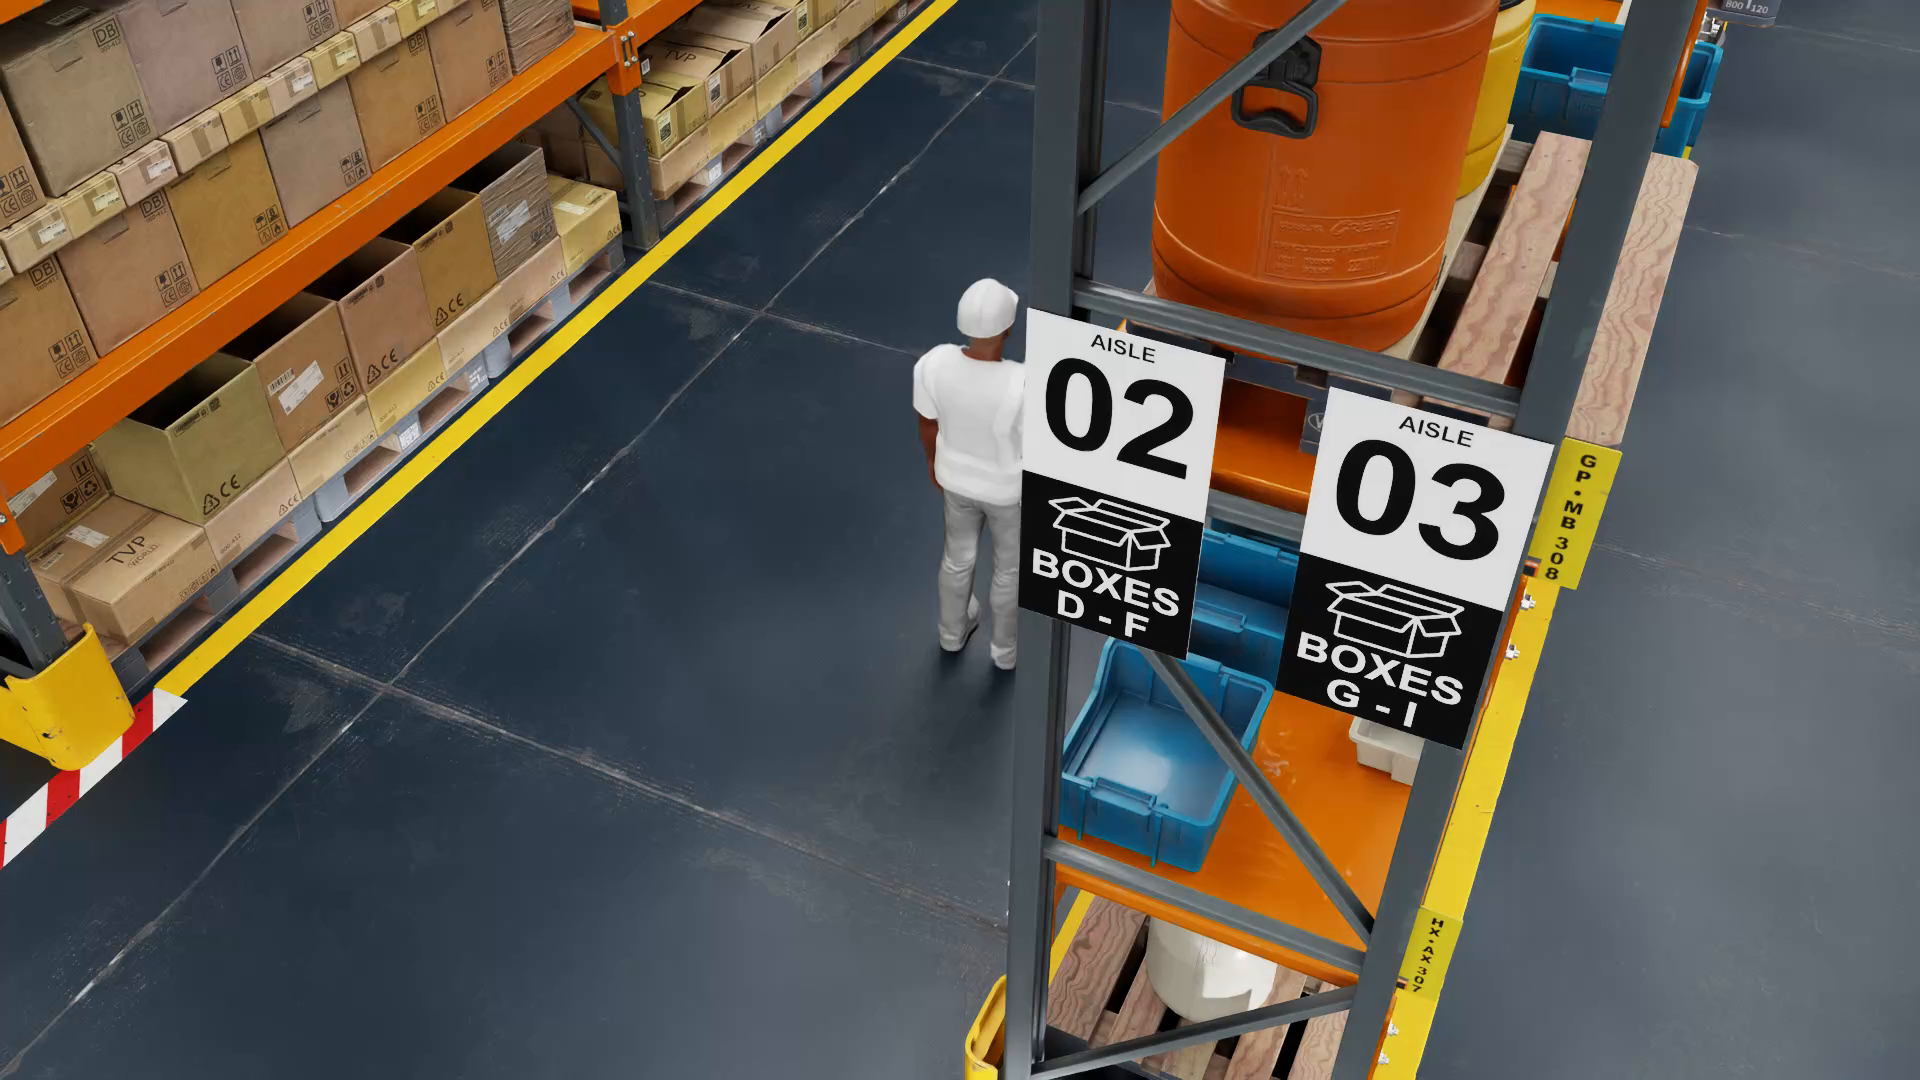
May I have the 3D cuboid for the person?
[{"bbox_3d":[0.102,-0.241,6.414,0.561,1.763,0.353,18,45,20],"label":"person"}]
